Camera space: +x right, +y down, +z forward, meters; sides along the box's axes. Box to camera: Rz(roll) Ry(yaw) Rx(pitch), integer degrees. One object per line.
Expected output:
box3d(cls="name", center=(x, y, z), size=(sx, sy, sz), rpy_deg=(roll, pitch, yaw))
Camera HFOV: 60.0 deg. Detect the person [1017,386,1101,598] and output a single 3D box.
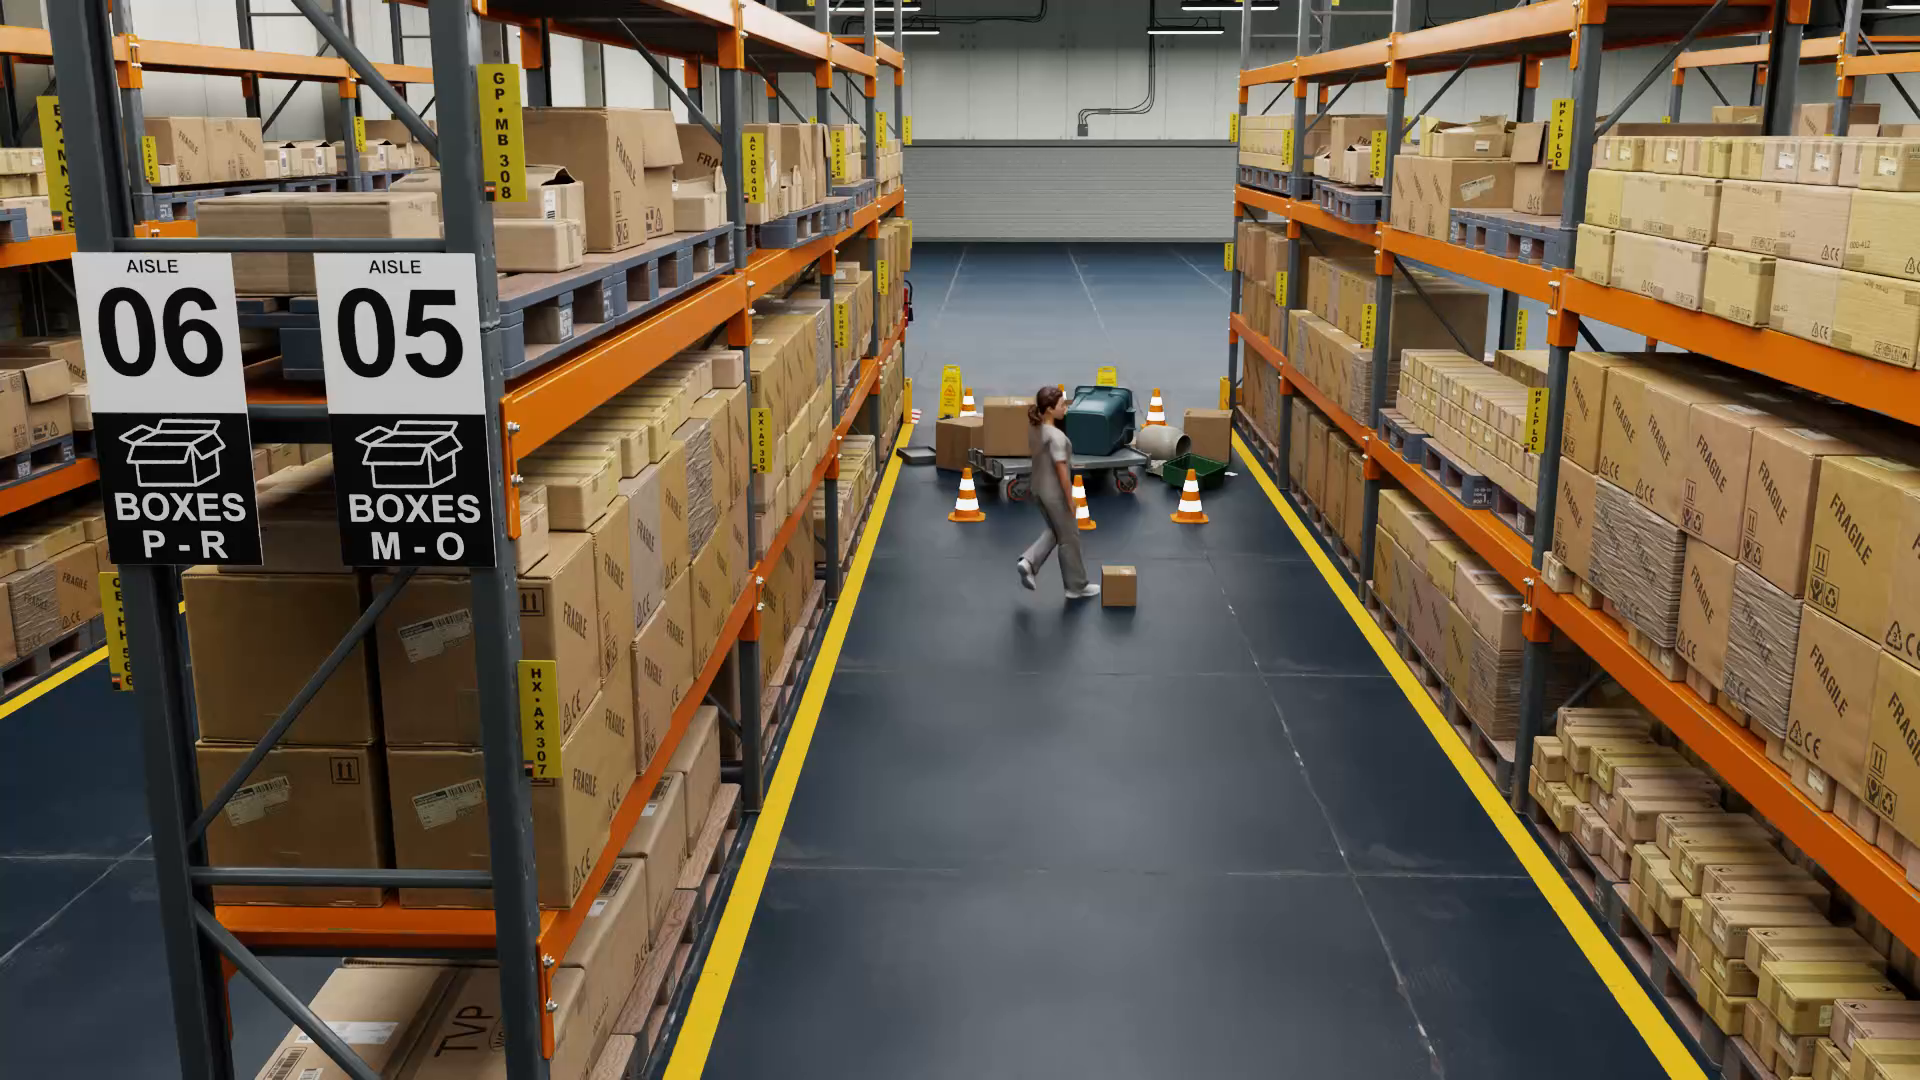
box3d(cls="person", center=(0.762, -0.350, 12.404), size=(0.728, 1.645, 0.517), rpy_deg=(-7, 16, -26))
